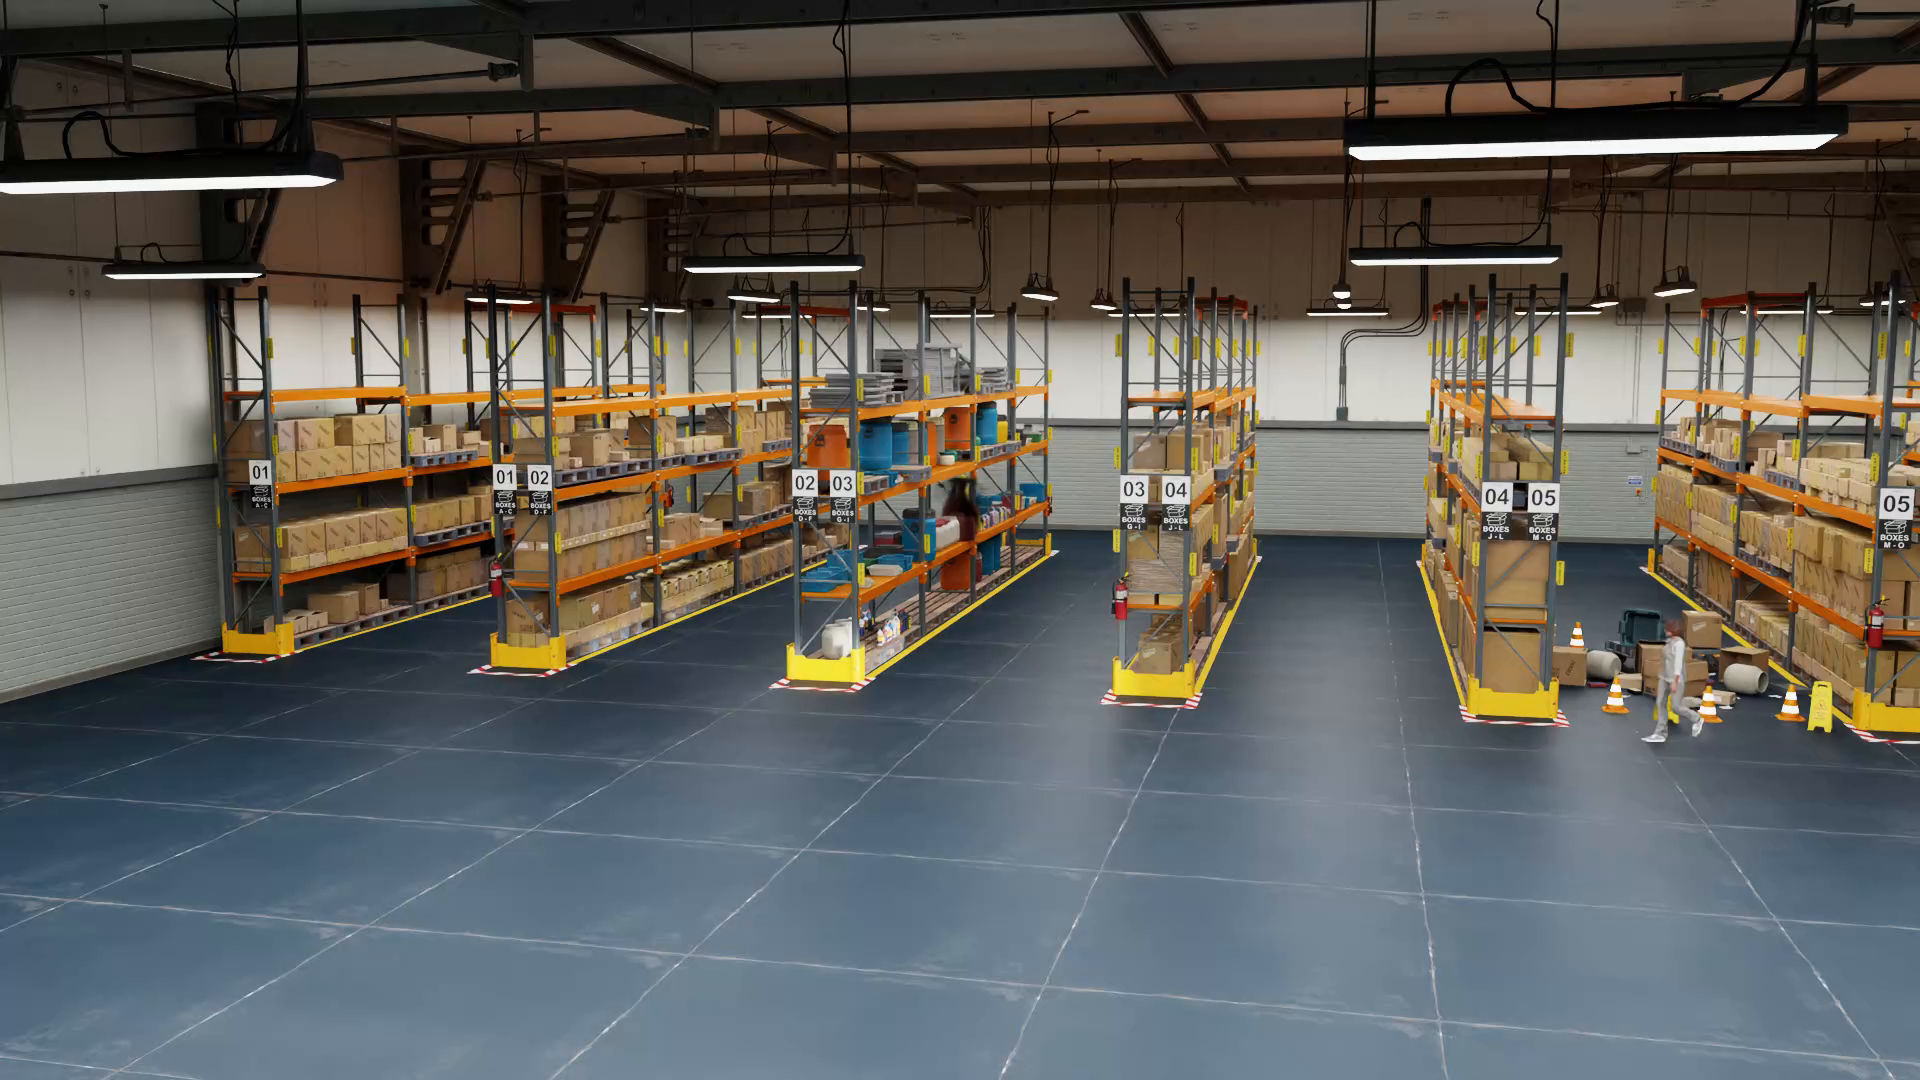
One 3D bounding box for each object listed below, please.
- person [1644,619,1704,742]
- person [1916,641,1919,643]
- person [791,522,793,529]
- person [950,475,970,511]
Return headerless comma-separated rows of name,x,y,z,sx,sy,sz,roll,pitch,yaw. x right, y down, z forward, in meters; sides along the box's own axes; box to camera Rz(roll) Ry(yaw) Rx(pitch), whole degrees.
person,9.102,1.791,21.126,0.701,1.590,0.386,-2,7,-16
person,14.904,1.276,25.512,0.469,1.639,0.610,-2,7,-20
person,-4.449,-0.929,43.893,0.556,1.747,0.975,2,7,16
person,0.039,-0.816,43.433,0.684,1.788,0.895,1,7,12
